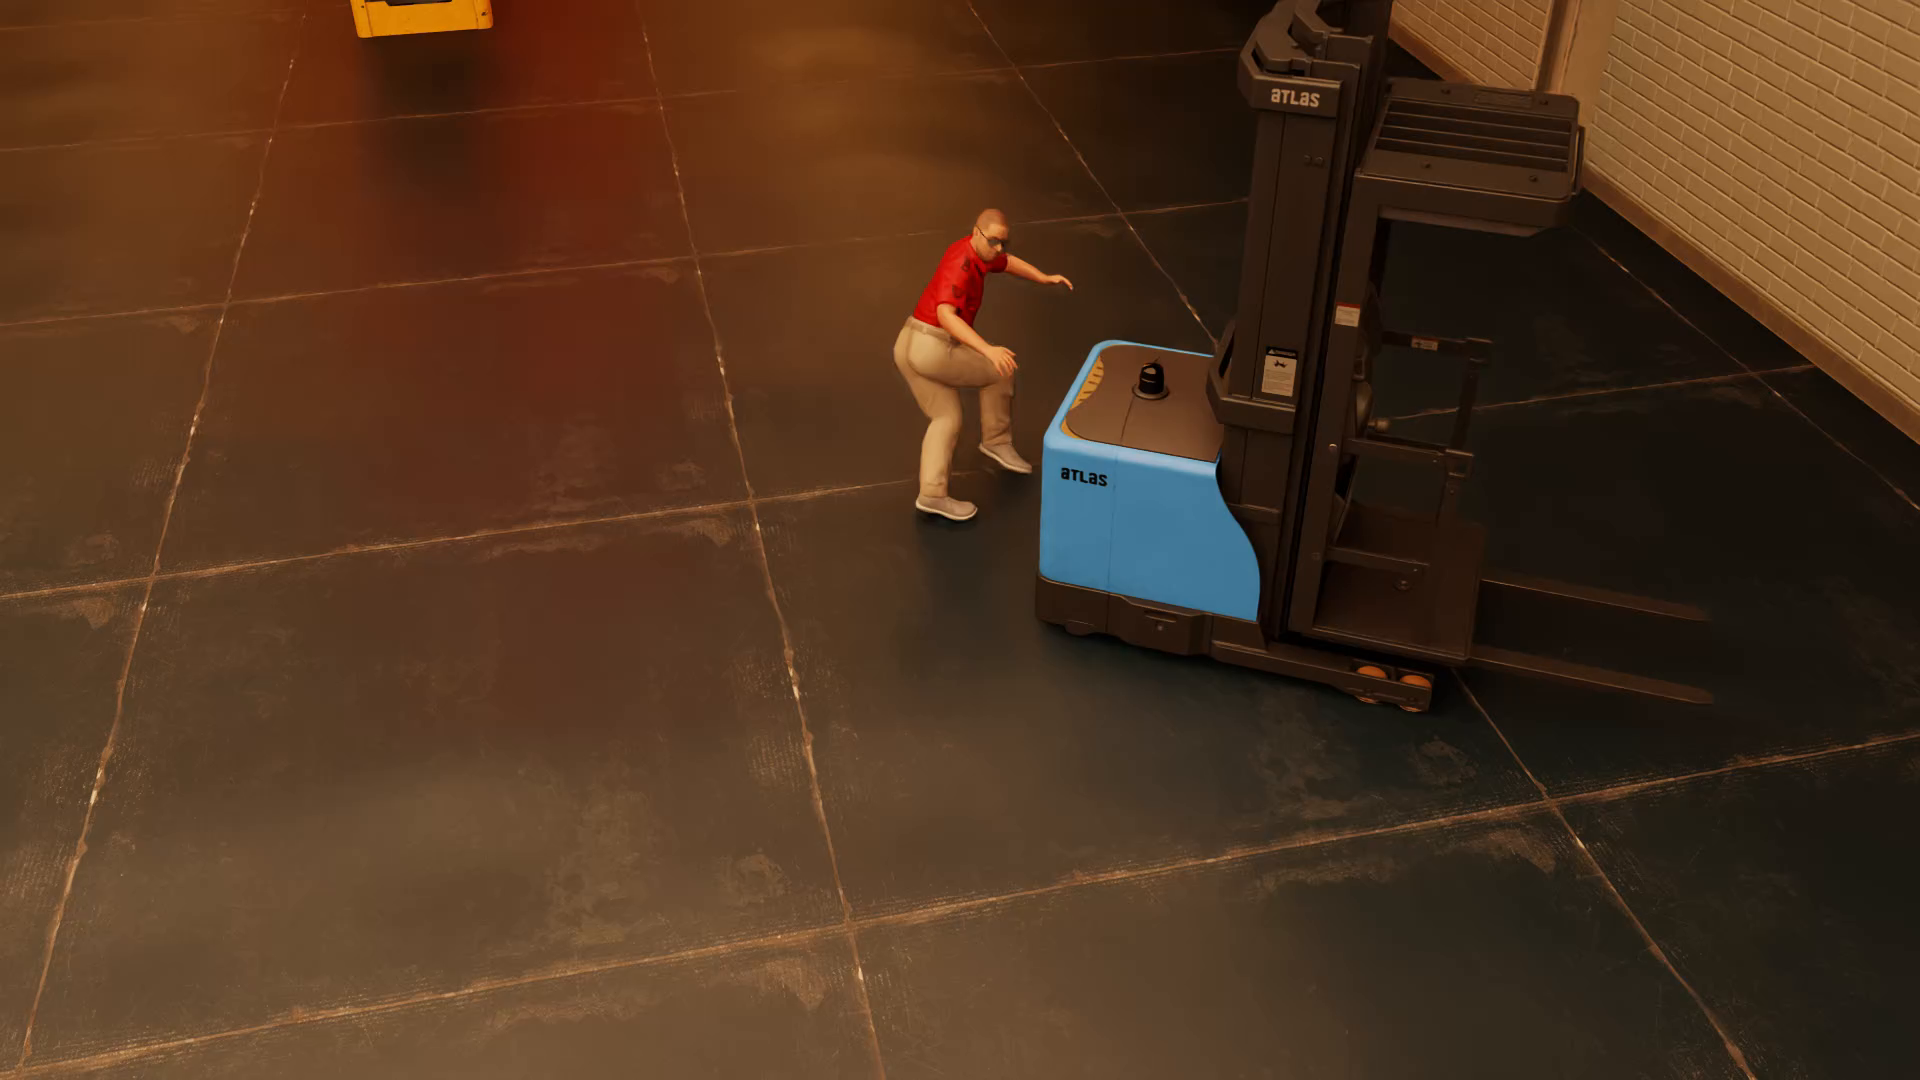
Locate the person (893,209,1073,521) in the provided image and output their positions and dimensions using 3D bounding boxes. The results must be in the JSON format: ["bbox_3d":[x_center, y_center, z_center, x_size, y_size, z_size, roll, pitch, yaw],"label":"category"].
[{"bbox_3d":[0.159,-0.956,8.610,0.966,1.486,0.997,-9,37,-12],"label":"person"}]

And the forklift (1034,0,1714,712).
[{"bbox_3d":[1.931,-0.767,7.116,3.031,2.935,1.130,11,37,15],"label":"forklift"}]
